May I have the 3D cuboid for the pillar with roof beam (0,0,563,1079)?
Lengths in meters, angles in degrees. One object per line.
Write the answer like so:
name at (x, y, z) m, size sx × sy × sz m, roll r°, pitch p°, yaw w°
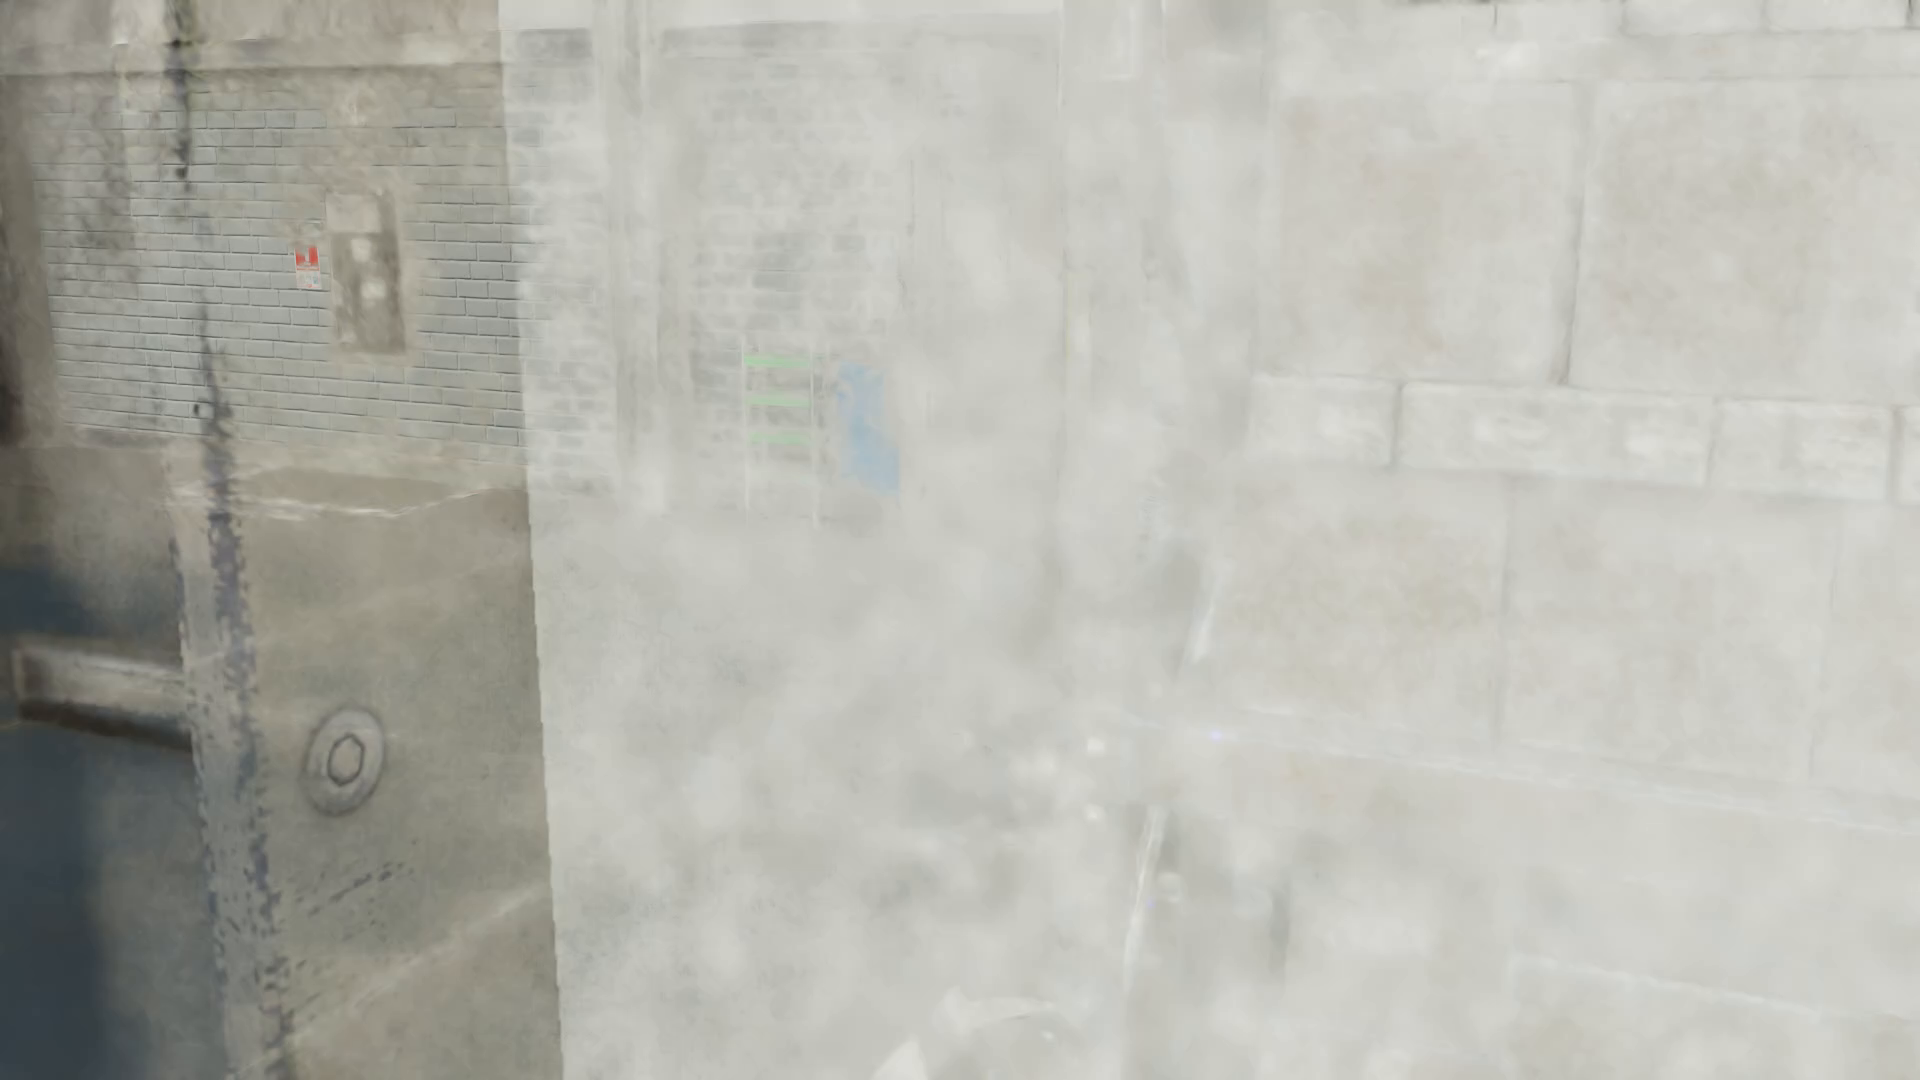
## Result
pillar with roof beam at (-9.283, -4.250, 8.669) m, size 0.400 × 9.000 × 9.100 m, roll 6°, pitch 14°, yaw 23°
